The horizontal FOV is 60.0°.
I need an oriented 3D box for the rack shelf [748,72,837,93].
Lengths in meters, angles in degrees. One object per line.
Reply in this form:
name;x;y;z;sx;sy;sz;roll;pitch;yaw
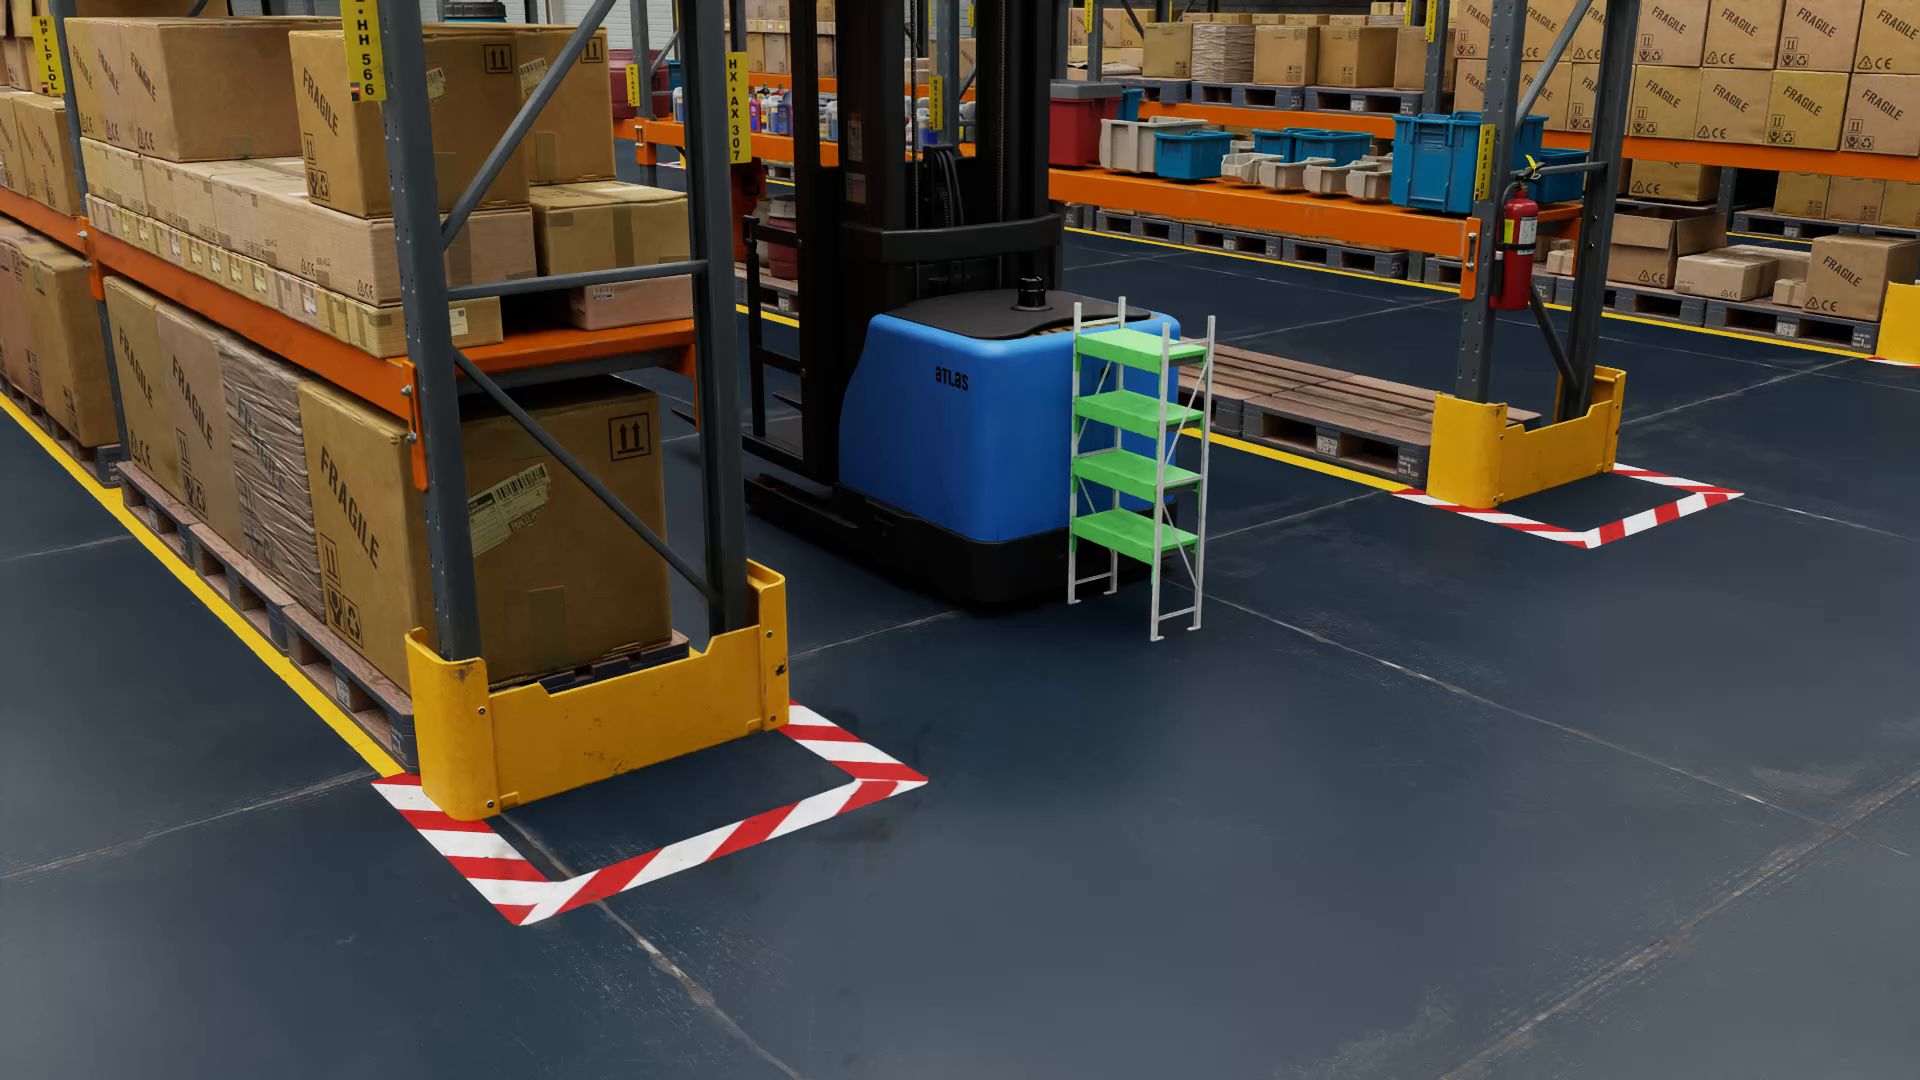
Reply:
rack shelf;-2.045;-5.793;21.230;1.077;0.370;4.000;-14;23;-36

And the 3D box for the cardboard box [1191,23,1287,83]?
cardboard box;2.578;-4.507;15.375;0.700;0.500;0.500;-9;20;-26

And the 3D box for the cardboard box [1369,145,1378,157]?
cardboard box;3.434;-3.462;15.129;0.500;0.250;0.500;-14;23;-36

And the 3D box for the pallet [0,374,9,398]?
pallet;-5.657;-1.191;10.623;1.003;0.211;1.213;-14;23;-36

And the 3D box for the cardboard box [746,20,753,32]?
cardboard box;-2.570;-6.590;21.302;0.380;0.149;0.250;-15;23;-38

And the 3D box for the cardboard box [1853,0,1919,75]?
cardboard box;6.156;-3.263;10.695;0.500;0.500;0.500;-14;23;-37

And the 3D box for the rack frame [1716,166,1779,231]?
rack frame;8.045;-4.638;16.598;1.000;3.000;0.127;-14;23;-36

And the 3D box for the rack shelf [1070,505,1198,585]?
rack shelf;0.673;0.013;6.381;0.258;0.148;0.480;-13;22;-34

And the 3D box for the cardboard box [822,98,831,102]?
cardboard box;-1.779;-5.436;21.522;0.500;0.500;0.500;-14;23;-36

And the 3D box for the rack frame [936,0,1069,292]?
rack frame;0.279;-2.705;10.759;1.000;3.000;0.127;-14;23;-36

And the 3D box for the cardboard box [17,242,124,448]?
cardboard box;-4.017;-1.083;8.572;1.225;0.875;0.875;-14;23;-36

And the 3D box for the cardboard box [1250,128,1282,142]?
cardboard box;4.193;-5.203;21.579;0.700;0.500;0.500;-14;23;-36

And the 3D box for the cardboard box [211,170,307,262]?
cardboard box;-2.260;-1.141;5.800;0.500;0.250;0.500;-15;23;-38

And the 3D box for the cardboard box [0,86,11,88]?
cardboard box;-5.356;-2.346;9.517;0.500;0.500;0.500;-14;23;-37

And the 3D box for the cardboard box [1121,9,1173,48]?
cardboard box;2.542;-6.960;22.624;0.500;0.500;0.500;-14;23;-36

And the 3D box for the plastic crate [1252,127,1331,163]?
plastic crate;1.863;-2.192;9.380;0.416;0.233;0.300;-14;23;-36

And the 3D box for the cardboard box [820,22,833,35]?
cardboard box;-1.457;-6.148;19.966;0.380;0.149;0.250;-15;23;-38

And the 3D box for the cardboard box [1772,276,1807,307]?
cardboard box;5.936;-1.752;11.689;0.380;0.166;0.250;-14;23;-36

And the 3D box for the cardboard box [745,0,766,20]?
cardboard box;-2.330;-6.908;21.229;0.700;0.500;0.500;-14;23;-36

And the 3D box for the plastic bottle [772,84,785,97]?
plastic bottle;-1.476;-3.562;13.533;0.061;0.283;0.133;-14;23;-36

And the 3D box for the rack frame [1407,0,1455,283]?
rack frame;4.164;-3.671;13.676;1.000;3.000;0.127;-14;23;-36

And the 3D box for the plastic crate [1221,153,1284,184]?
plastic crate;1.555;-1.995;8.941;0.298;0.136;0.250;-14;23;-36

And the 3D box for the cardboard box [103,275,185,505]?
cardboard box;-3.257;-0.751;7.569;0.875;0.875;0.875;-14;23;-36

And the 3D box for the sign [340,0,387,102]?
sign;-1.554;-1.312;4.334;0.100;0.325;0.005;-14;23;-36

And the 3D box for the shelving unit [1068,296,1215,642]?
shelving unit;0.673;-0.276;6.286;0.258;1.200;0.503;-13;22;-34

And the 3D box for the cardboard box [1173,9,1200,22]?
cardboard box;2.949;-7.060;22.927;0.500;0.500;0.500;-15;23;-37

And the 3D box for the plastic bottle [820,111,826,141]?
plastic bottle;-0.936;-2.915;11.710;0.097;0.201;0.097;0;18;0

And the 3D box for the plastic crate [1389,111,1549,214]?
plastic crate;2.408;-1.810;7.906;0.616;0.435;0.499;-14;23;-36

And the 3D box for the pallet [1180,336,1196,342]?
pallet;0.766;-1.207;10.673;1.003;0.211;1.213;-14;23;-36

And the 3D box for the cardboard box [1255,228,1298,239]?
cardboard box;3.021;-3.006;14.944;0.500;0.500;0.500;-14;23;-35

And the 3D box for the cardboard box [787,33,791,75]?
cardboard box;-1.725;-6.051;20.704;0.700;0.500;0.500;-14;23;-35

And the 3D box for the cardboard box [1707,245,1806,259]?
cardboard box;5.911;-2.024;12.378;0.500;0.250;0.500;-14;23;-36

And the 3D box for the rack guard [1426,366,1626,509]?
rack guard;2.787;-0.529;8.165;1.175;0.500;0.348;-14;23;-36

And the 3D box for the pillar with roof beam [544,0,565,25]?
pillar with roof beam;-12.844;-14.035;35.432;9.100;9.000;0.400;-14;23;-36

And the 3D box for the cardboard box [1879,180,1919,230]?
cardboard box;9.055;-3.195;15.549;0.700;0.500;0.500;-13;23;-35

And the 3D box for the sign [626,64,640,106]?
sign;-2.632;-3.659;13.380;0.100;0.325;0.005;-14;23;-36

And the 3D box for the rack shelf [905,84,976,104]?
rack shelf;0.438;-4.808;18.254;1.077;0.370;4.000;-14;23;-36

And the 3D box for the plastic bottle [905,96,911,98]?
plastic bottle;-0.429;-3.120;12.209;0.152;0.276;0.135;-14;23;-36

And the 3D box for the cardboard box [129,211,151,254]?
cardboard box;-3.189;-1.287;6.877;0.380;0.149;0.250;-15;23;-38

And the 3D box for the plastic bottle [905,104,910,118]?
plastic bottle;-0.436;-2.872;11.343;0.144;0.351;0.185;-14;23;-36

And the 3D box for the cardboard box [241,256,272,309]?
cardboard box;-2.235;-0.908;5.732;0.380;0.149;0.250;-15;23;-37

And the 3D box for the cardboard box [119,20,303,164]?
cardboard box;-2.881;-1.746;6.436;0.500;0.500;0.500;-15;23;-38

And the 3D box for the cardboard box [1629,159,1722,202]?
cardboard box;7.539;-3.952;17.277;0.750;0.750;0.750;-14;23;-35

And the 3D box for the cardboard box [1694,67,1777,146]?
cardboard box;5.526;-3.041;11.615;0.500;0.500;0.500;-14;23;-36

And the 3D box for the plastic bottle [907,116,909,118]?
plastic bottle;-0.360;-2.763;11.252;0.097;0.201;0.097;0;18;0

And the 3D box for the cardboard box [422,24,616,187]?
cardboard box;-1.517;-1.473;5.610;0.500;0.500;0.500;-15;23;-37

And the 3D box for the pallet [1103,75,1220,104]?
pallet;2.156;-4.412;16.219;1.213;0.211;1.003;-14;23;-36

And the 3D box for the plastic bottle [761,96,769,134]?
plastic bottle;-1.422;-3.141;12.281;0.097;0.271;0.097;0;18;0

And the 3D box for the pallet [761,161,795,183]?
pallet;-2.026;-4.823;21.592;1.003;0.211;1.213;-14;23;-36

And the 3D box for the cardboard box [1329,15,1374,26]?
cardboard box;4.893;-6.127;20.234;0.700;0.500;0.500;-17;25;-41

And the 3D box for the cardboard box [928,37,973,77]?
cardboard box;-0.012;-5.367;18.640;0.500;0.500;0.500;-12;22;-32

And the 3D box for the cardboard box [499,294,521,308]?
cardboard box;-1.402;-0.911;5.741;0.380;0.149;0.250;-15;23;-37

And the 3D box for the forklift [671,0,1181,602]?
forklift;-0.368;-1.552;7.385;1.130;2.935;3.031;-13;22;-34
